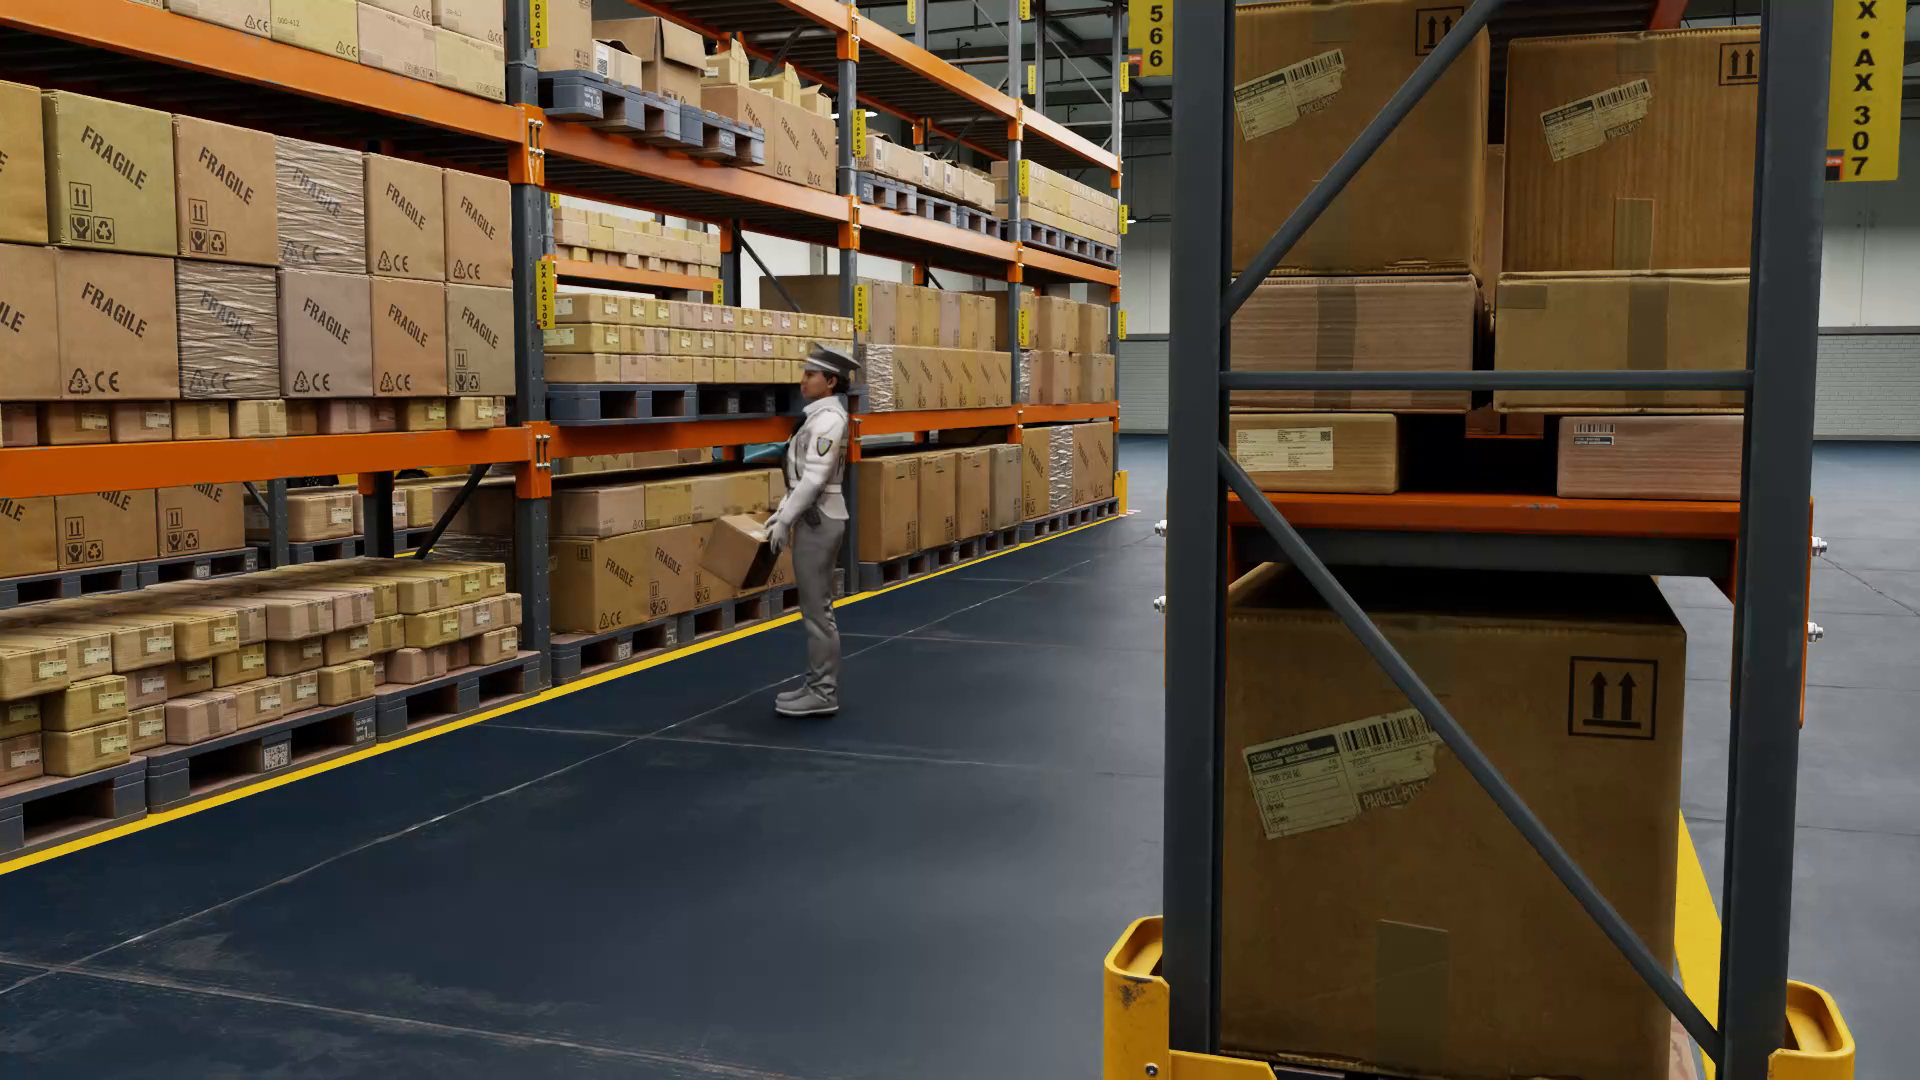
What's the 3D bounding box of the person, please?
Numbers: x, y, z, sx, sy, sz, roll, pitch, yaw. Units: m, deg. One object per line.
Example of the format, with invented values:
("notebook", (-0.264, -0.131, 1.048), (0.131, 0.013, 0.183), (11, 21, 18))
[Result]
("person", (-0.676, -0.049, 7.535), (0.457, 1.696, 0.542), (0, 5, -4))
